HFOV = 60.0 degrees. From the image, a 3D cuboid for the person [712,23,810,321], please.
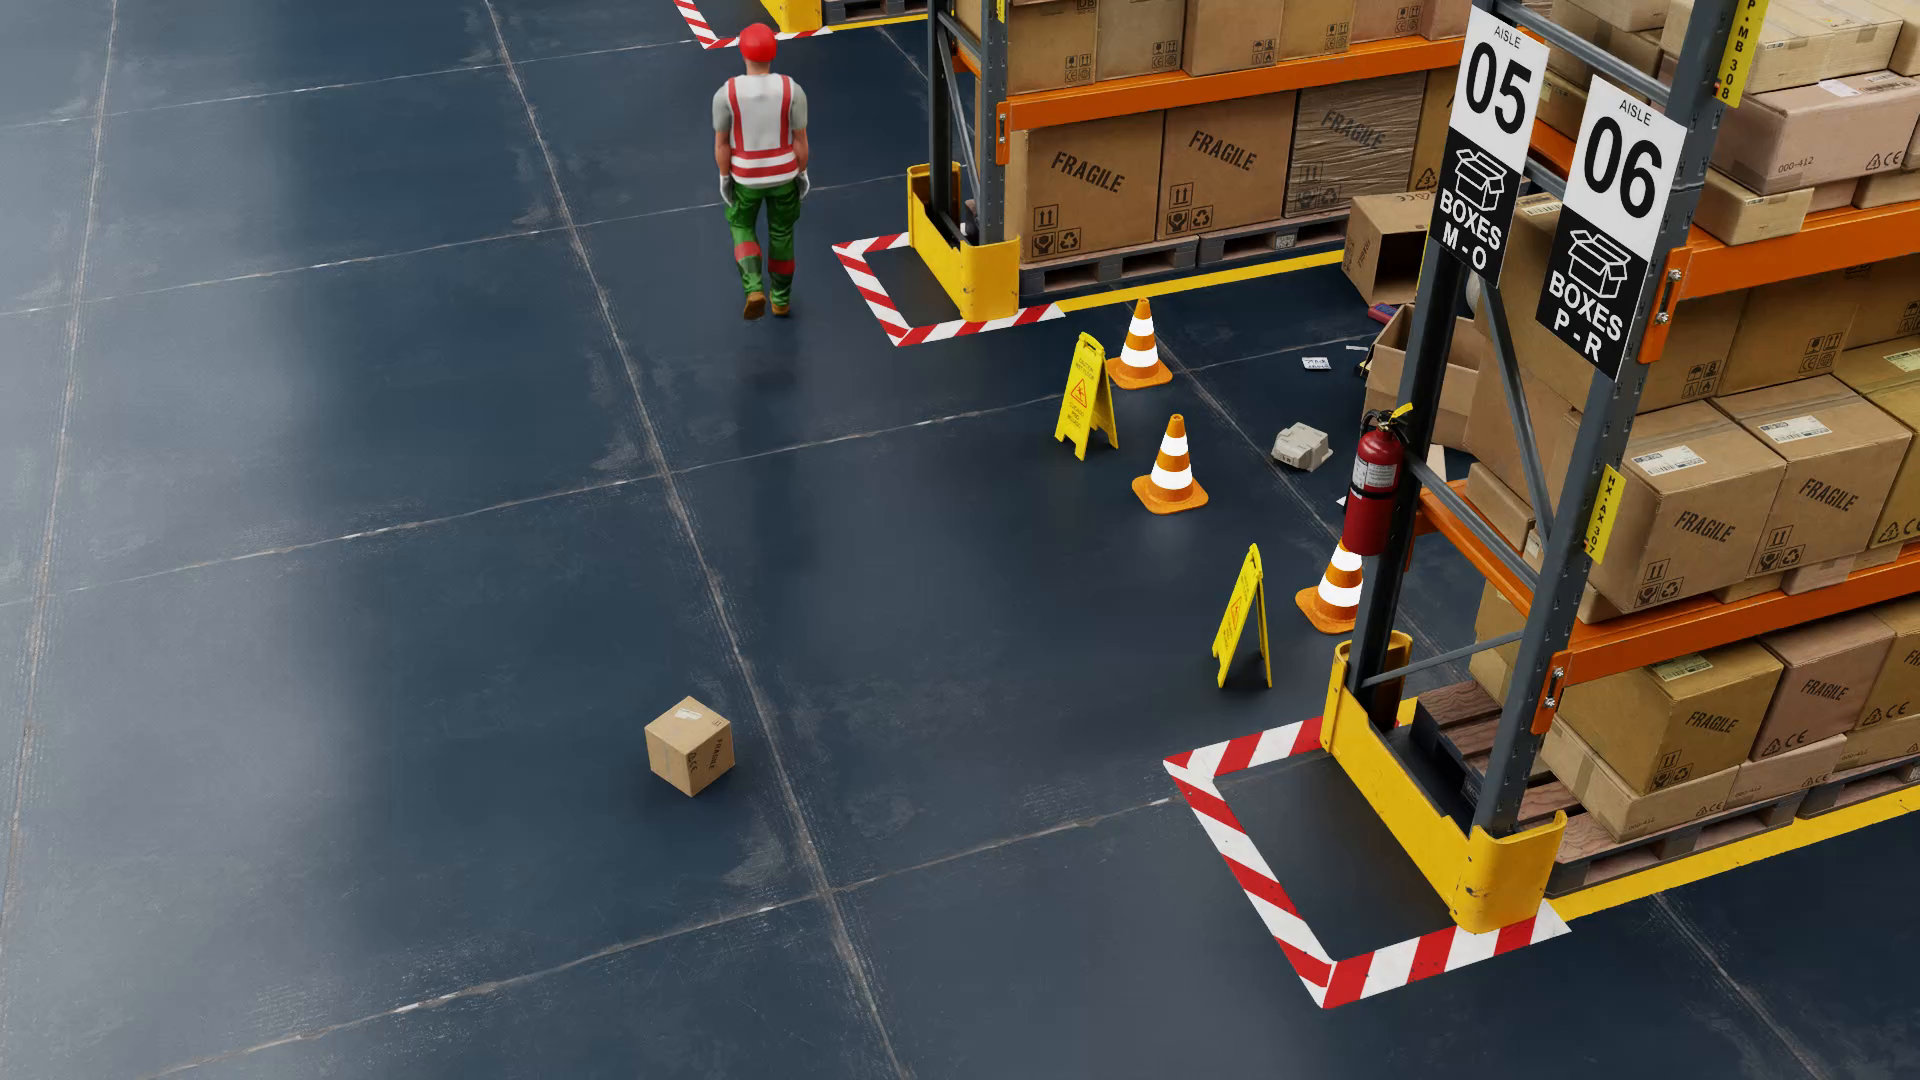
[{"bbox_3d":[-1.107,-2.050,9.412,0.529,1.781,0.586,-5,38,-7],"label":"person"}]
